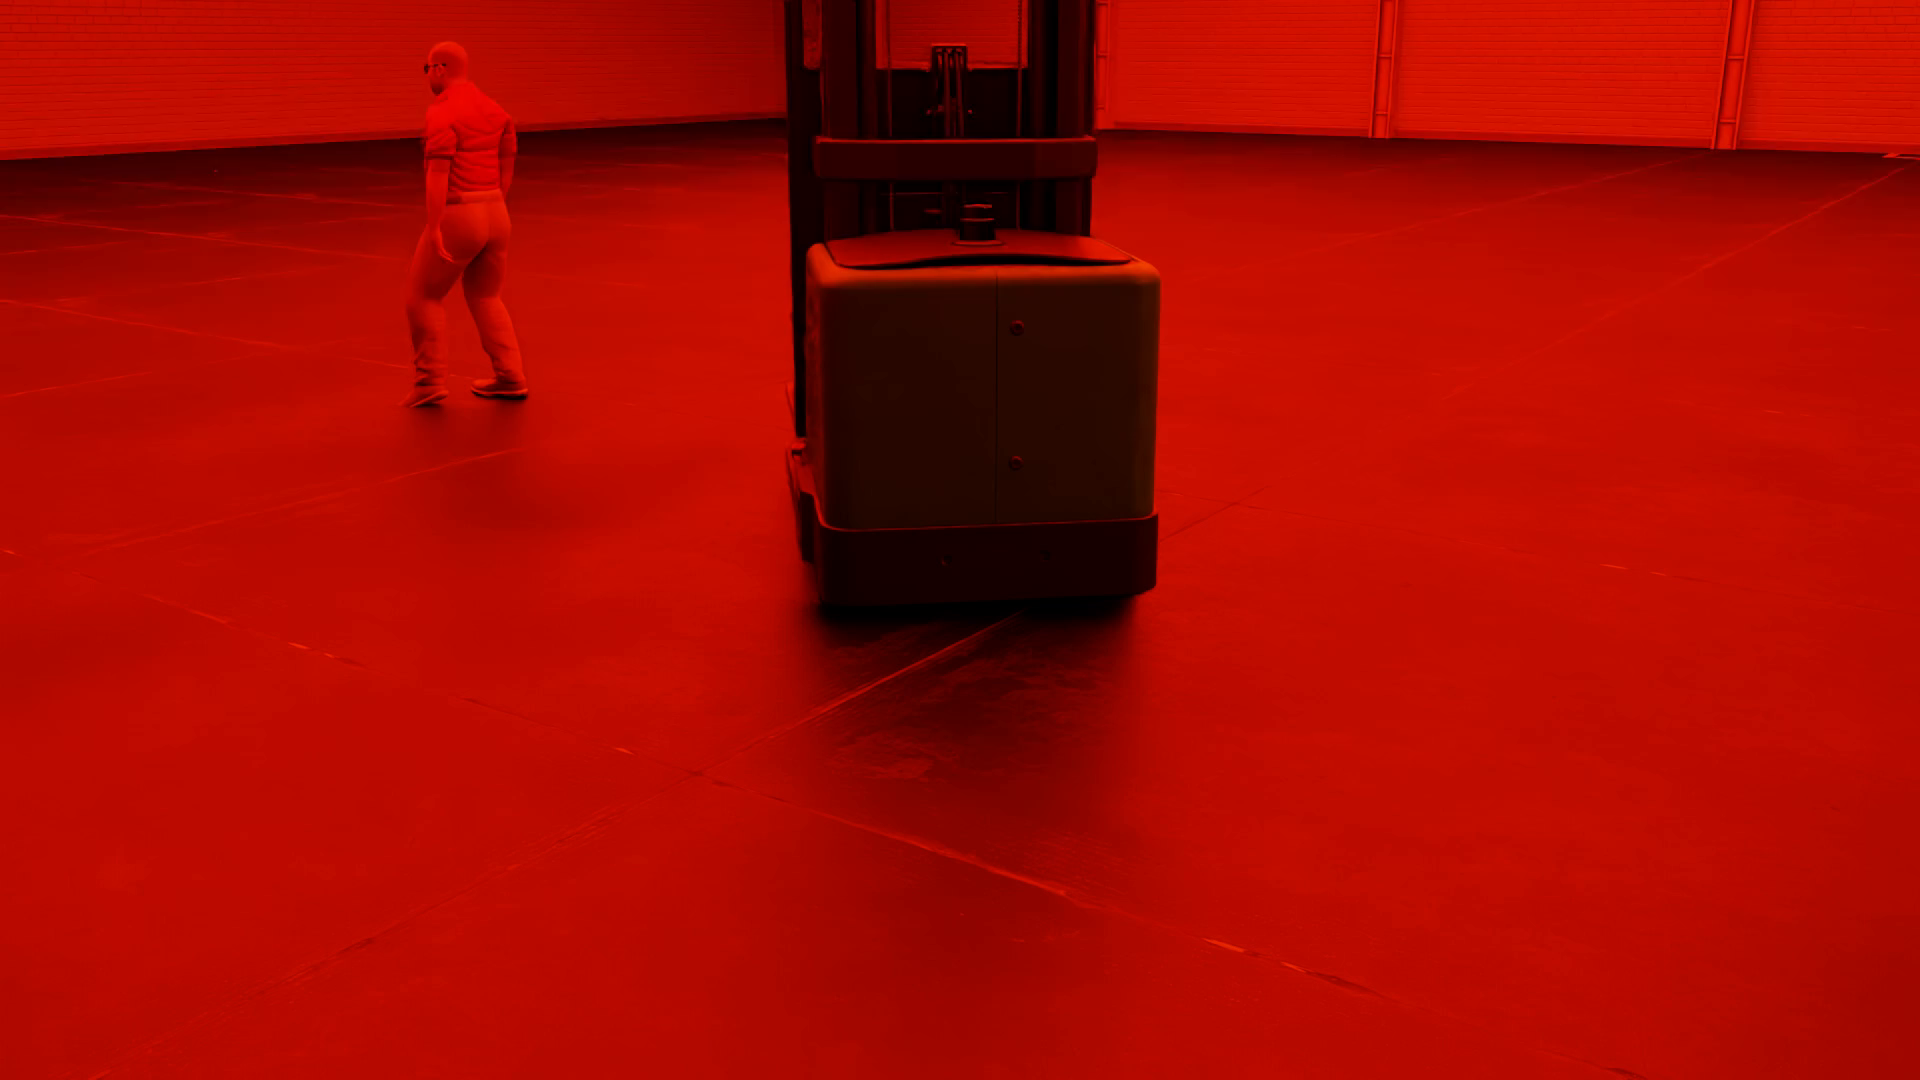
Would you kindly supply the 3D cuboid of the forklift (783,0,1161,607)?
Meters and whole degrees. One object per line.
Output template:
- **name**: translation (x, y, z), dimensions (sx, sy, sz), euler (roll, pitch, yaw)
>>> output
- **forklift**: translation (-0.107, -1.580, 6.116), dimensions (1.130, 2.935, 3.031), euler (-2, 17, -8)

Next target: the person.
- **person**: translation (-2.466, -1.505, 8.113), dimensions (0.531, 1.779, 0.627), euler (7, 18, 23)
